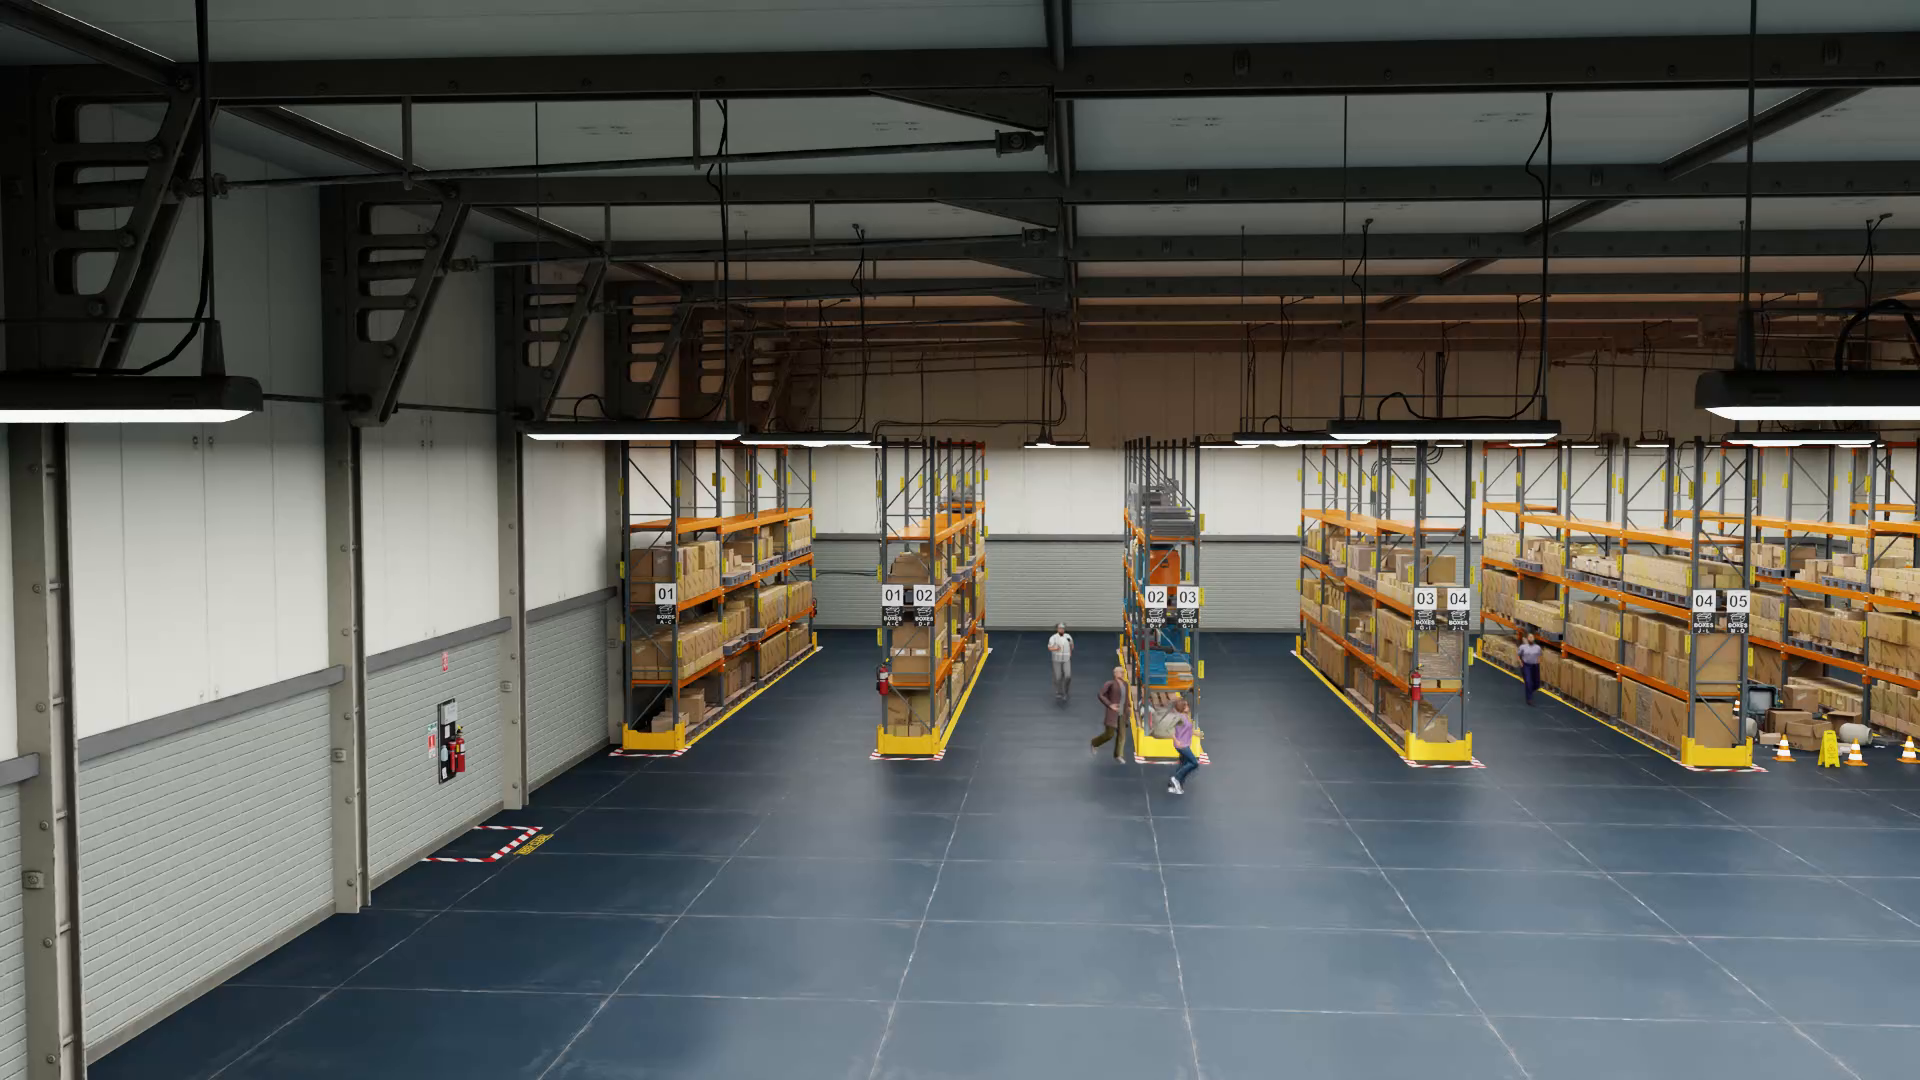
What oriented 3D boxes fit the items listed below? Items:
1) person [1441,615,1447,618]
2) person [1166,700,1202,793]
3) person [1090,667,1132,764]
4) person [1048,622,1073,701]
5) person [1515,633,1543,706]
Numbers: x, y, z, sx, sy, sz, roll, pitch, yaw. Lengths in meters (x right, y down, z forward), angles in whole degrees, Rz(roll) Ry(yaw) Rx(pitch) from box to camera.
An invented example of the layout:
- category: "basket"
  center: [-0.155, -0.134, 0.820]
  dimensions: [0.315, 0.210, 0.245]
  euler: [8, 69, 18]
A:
- category: "person"
  center: [13.161, 2.421, 46.151]
  dimensions: [0.748, 1.644, 0.639]
  euler: [2, 4, 34]
- category: "person"
  center: [3.742, 3.445, 27.685]
  dimensions: [0.596, 1.562, 0.515]
  euler: [1, 3, 20]
- category: "person"
  center: [2.904, 3.206, 30.674]
  dimensions: [0.774, 1.728, 0.983]
  euler: [-2, 4, -32]
- category: "person"
  center: [2.342, 2.801, 38.248]
  dimensions: [0.640, 1.836, 0.727]
  euler: [0, 3, -7]
- category: "person"
  center: [12.884, 2.914, 37.606]
  dimensions: [0.616, 1.594, 0.718]
  euler: [0, 3, 3]
